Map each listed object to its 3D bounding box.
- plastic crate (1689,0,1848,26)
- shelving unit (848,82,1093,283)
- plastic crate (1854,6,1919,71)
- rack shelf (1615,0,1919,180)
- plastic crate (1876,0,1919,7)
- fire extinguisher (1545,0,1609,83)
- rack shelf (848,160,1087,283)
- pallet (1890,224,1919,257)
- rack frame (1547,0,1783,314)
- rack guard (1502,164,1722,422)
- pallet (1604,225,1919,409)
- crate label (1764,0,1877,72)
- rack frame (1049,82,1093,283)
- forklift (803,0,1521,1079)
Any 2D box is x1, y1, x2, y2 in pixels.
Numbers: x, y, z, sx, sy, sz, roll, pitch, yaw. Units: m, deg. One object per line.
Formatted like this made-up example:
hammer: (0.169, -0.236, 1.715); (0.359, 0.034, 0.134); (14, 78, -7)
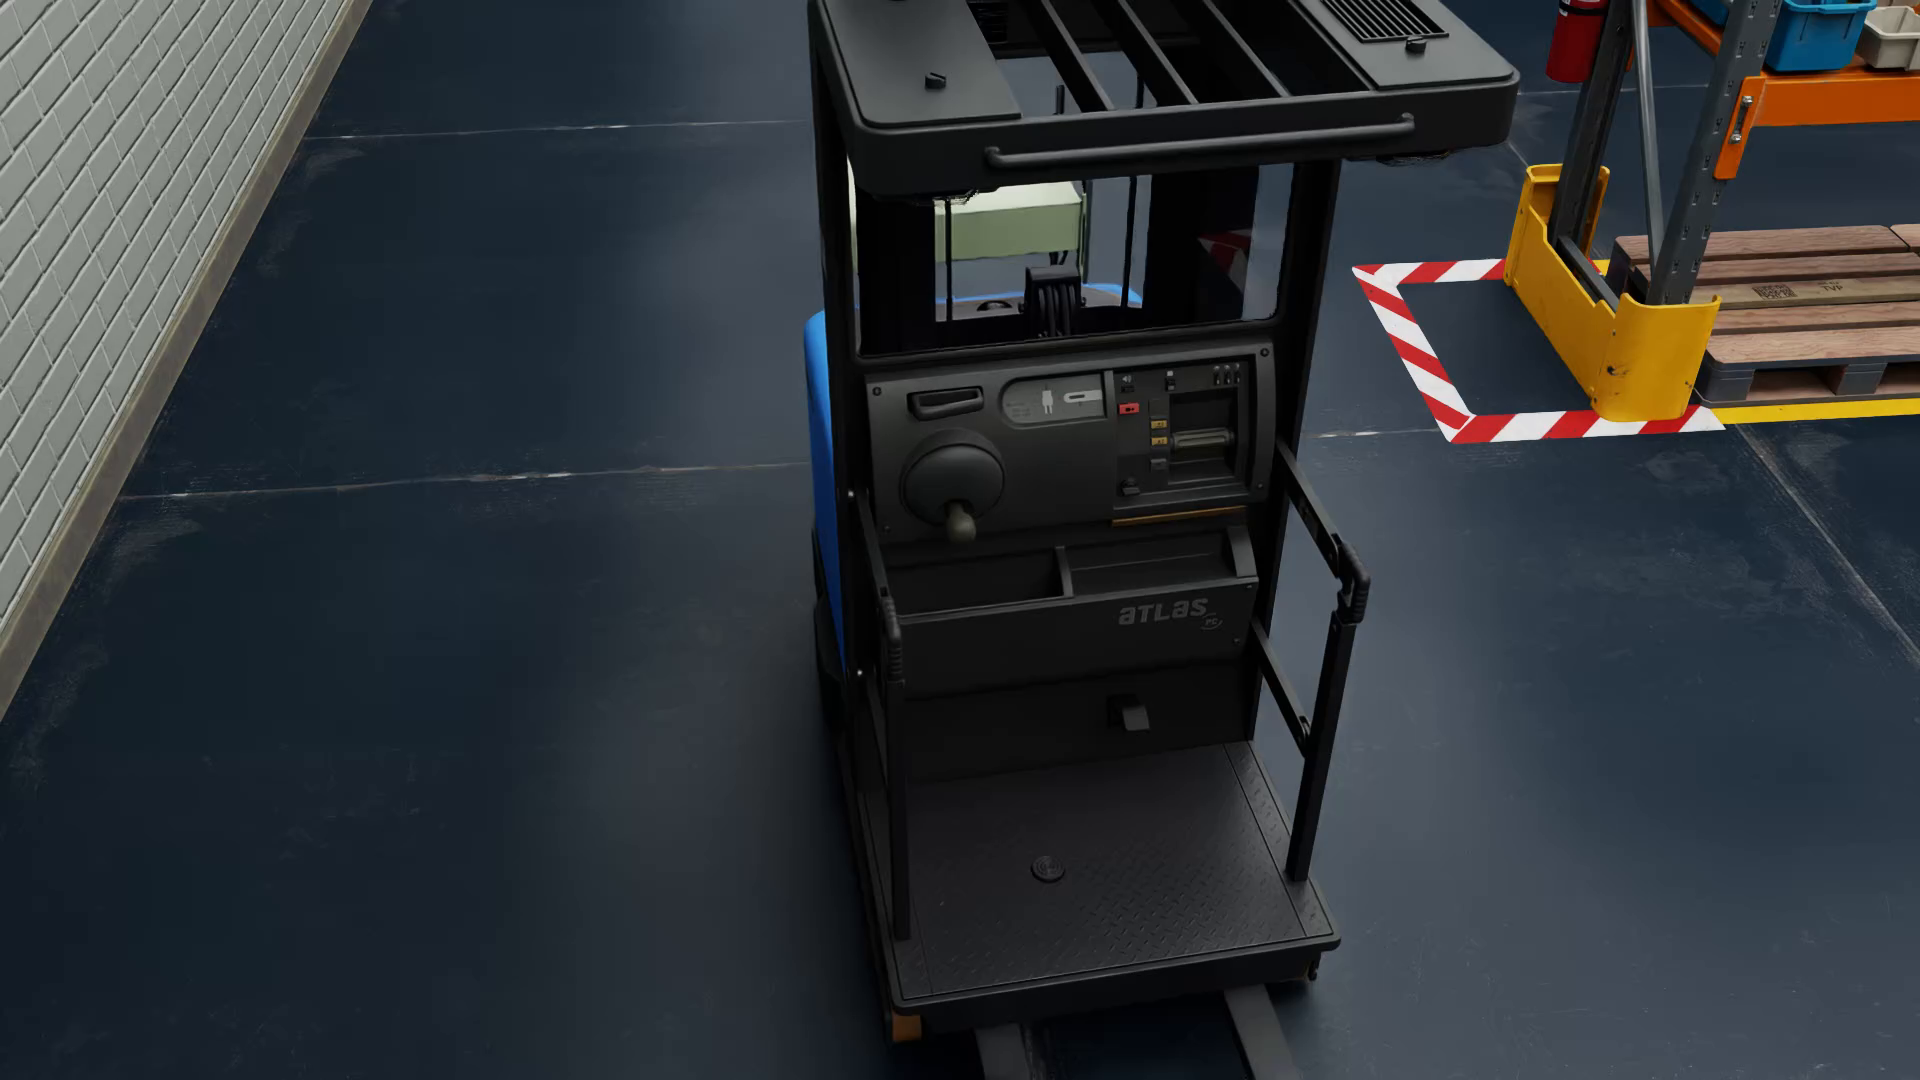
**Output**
plastic crate: (2.901, -2.171, 6.004); (0.499, 0.435, 0.616); (-3, 38, -4)
shelving unit: (-0.017, -0.654, 5.369); (0.755, 1.500, 0.431); (-7, 39, -9)
plastic crate: (3.186, -1.697, 5.644); (0.298, 0.136, 0.250); (-3, 38, -4)
rack shelf: (4.576, -1.828, 6.226); (4.000, 0.370, 1.077); (-3, 38, -4)
plastic crate: (3.380, -2.077, 6.125); (0.243, 0.136, 0.396); (-3, 38, -4)
fire extinguisher: (2.393, -2.096, 6.348); (0.183, 0.674, 0.296); (-3, 38, -4)
rack shelf: (-0.017, -0.961, 5.127); (0.720, 0.370, 0.431); (-7, 39, -9)
pallet: (4.621, -0.992, 6.837); (1.213, 0.211, 1.003); (-3, 38, -4)
rack frame: (2.584, -2.000, 5.864); (0.127, 3.000, 1.000); (-3, 38, -4)
rack guard: (2.561, -1.010, 6.626); (0.348, 0.500, 1.175); (-3, 38, -4)
pallet: (3.409, -0.927, 6.755); (1.213, 0.211, 1.003); (-3, 38, -4)
crate label: (2.859, -1.769, 5.657); (0.303, 0.233, 0.416); (-3, 38, -4)
rack frame: (0.342, -0.698, 5.423); (0.023, 1.500, 0.400); (-7, 39, -9)
forklift: (0.298, -0.147, 3.570); (1.130, 2.935, 3.031); (-7, 39, -8)
